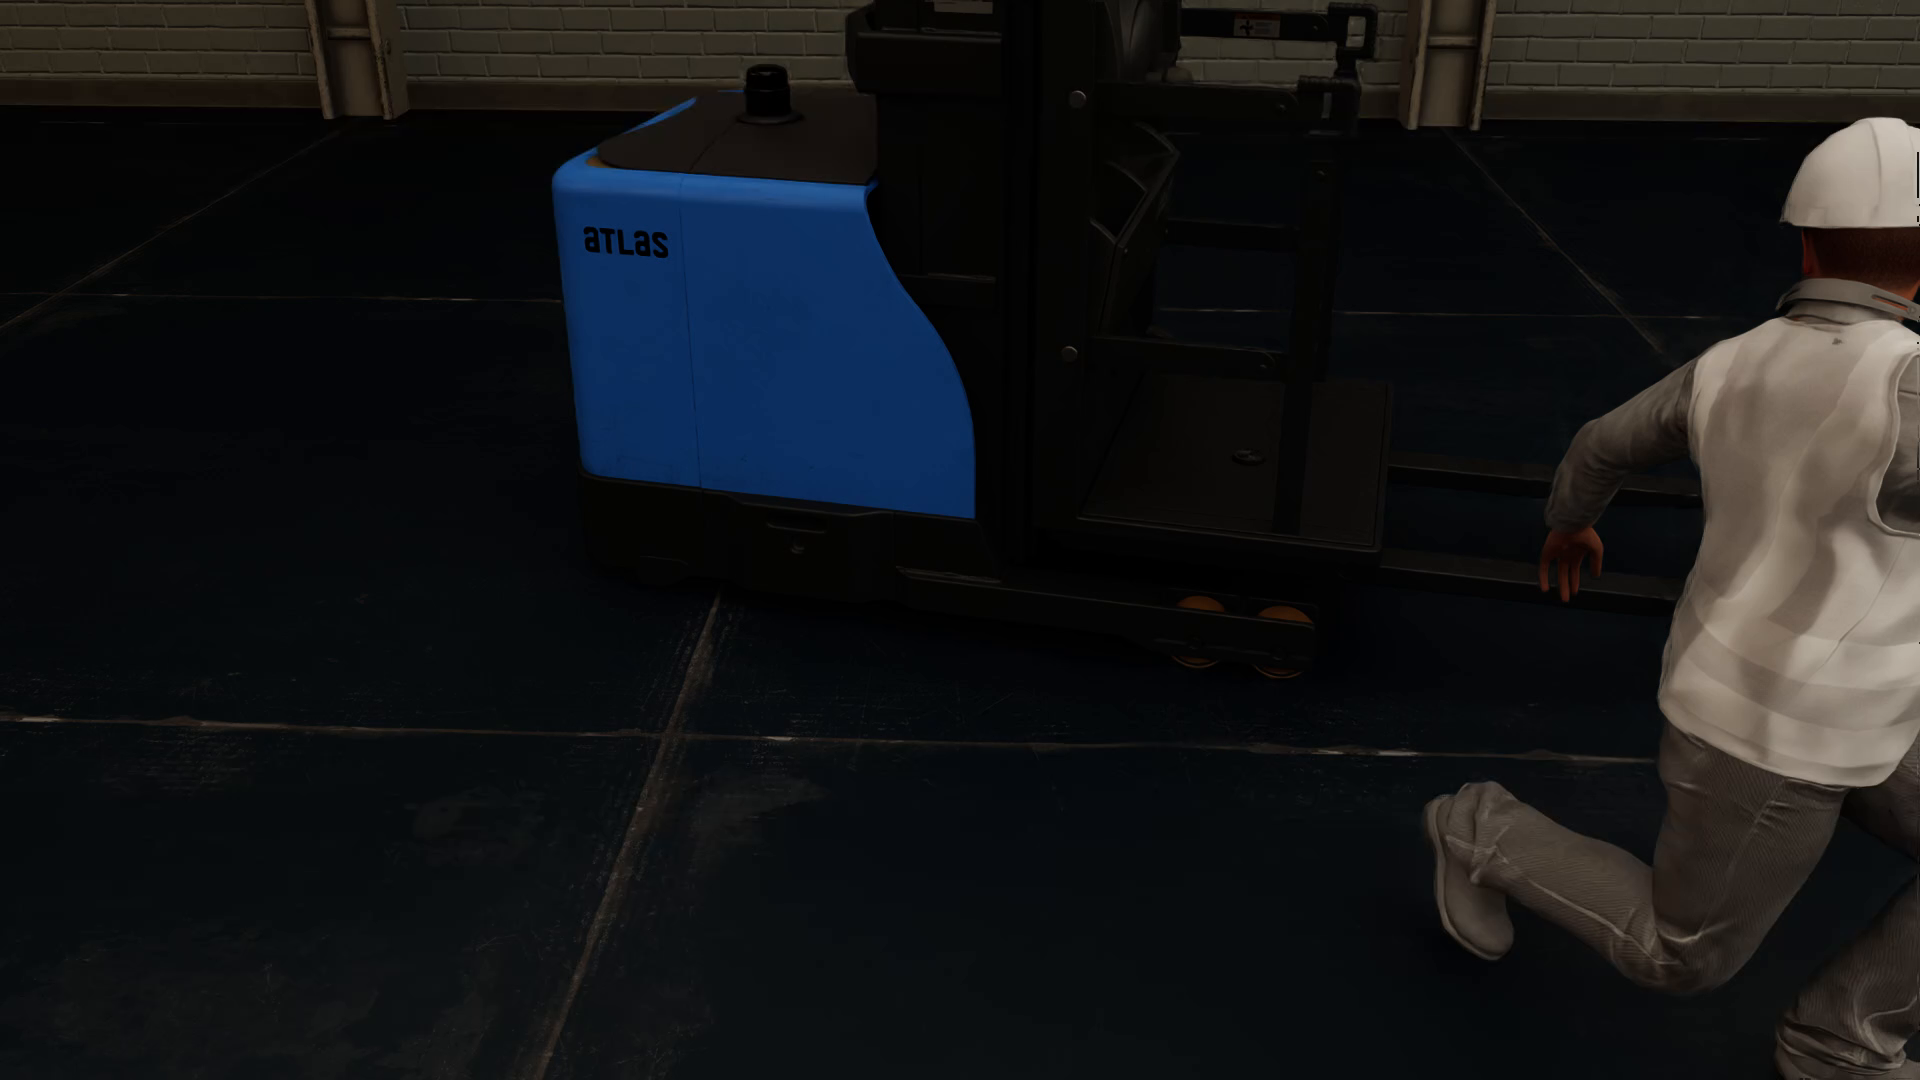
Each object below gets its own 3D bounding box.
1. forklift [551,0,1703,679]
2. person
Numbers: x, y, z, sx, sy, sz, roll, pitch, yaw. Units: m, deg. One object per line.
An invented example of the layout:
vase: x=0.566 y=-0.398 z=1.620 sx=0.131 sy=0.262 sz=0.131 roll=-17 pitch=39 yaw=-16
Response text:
forklift: x=0.601 y=-1.252 z=3.746 sx=3.031 sy=2.935 sz=1.130 roll=7 pitch=27 yaw=13
person: x=1.254 y=0.129 z=2.581 sx=0.943 sy=1.539 sz=0.690 roll=11 pitch=28 yaw=21
